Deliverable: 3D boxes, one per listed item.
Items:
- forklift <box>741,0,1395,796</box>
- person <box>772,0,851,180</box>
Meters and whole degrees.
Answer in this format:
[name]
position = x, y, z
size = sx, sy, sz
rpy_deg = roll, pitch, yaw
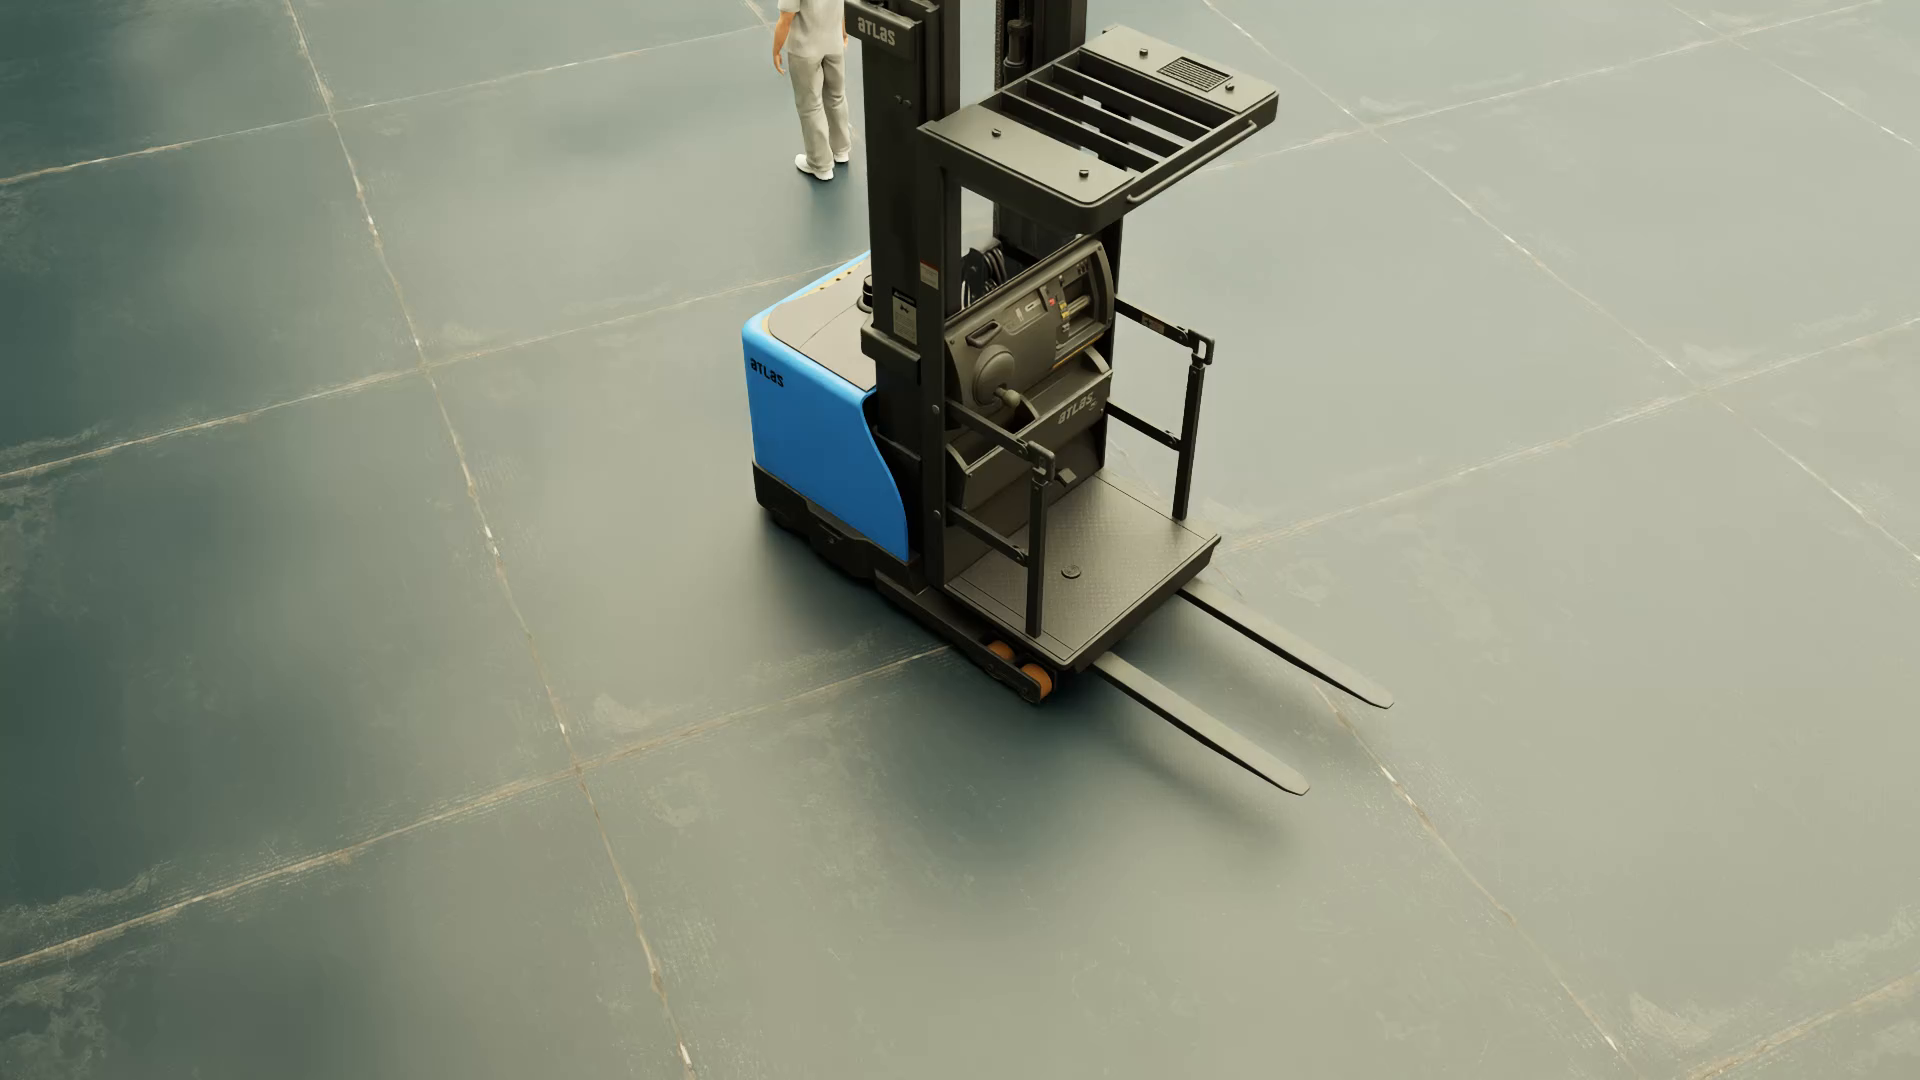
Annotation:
[forklift]
position = 0.445, -0.788, 6.525
size = 3.031, 2.935, 1.130
rpy_deg = 32, 52, 30
[person]
position = -0.872, -2.890, 9.686
size = 0.550, 1.676, 0.550
rpy_deg = -26, 49, -25
